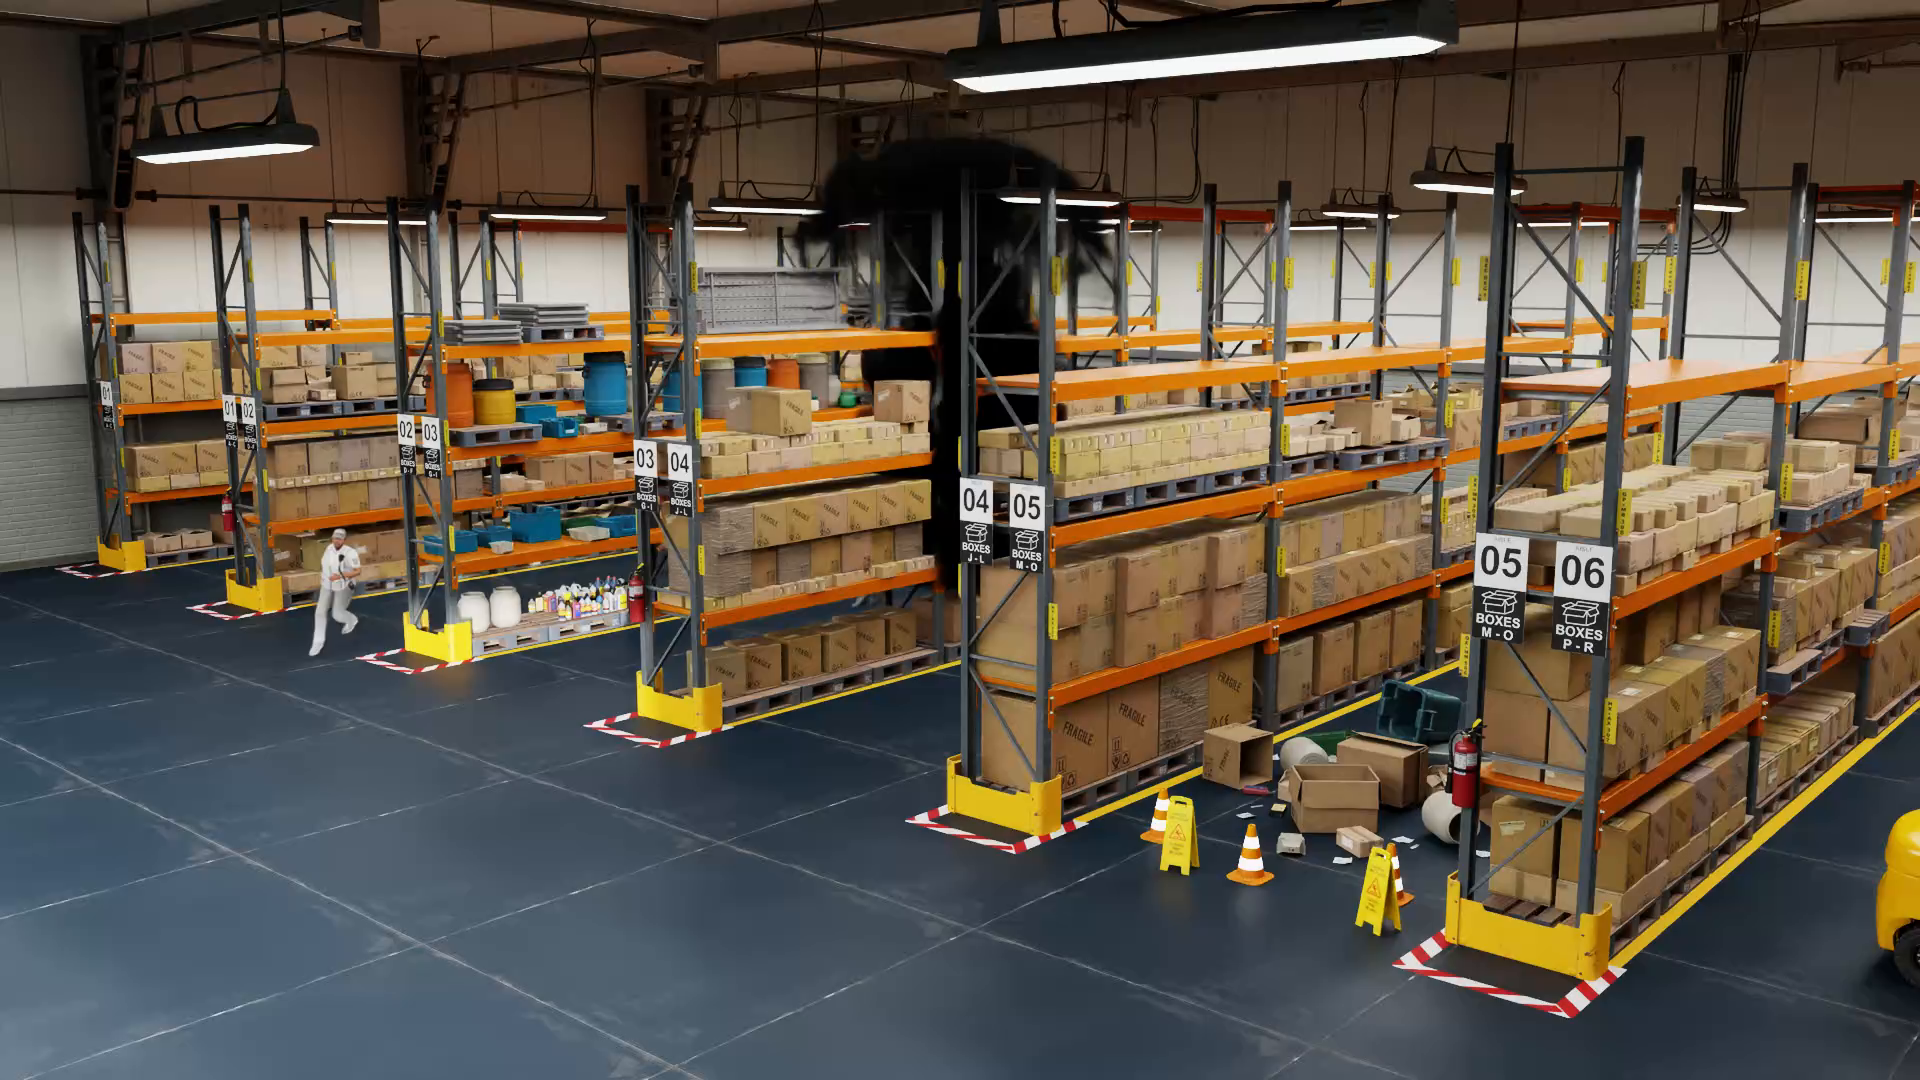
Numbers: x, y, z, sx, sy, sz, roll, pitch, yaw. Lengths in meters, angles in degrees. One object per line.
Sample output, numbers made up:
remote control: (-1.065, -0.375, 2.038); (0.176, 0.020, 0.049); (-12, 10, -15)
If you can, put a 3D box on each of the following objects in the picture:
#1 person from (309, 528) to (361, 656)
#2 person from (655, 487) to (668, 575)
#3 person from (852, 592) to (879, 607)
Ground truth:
person: (-8.264, 0.650, 22.201); (0.631, 1.652, 0.903); (2, 10, 9)
person: (-5.007, -0.241, 27.806); (0.603, 1.655, 0.893); (8, 12, 39)
person: (-1.402, 0.105, 23.678); (0.696, 1.732, 0.558); (6, 11, 33)
